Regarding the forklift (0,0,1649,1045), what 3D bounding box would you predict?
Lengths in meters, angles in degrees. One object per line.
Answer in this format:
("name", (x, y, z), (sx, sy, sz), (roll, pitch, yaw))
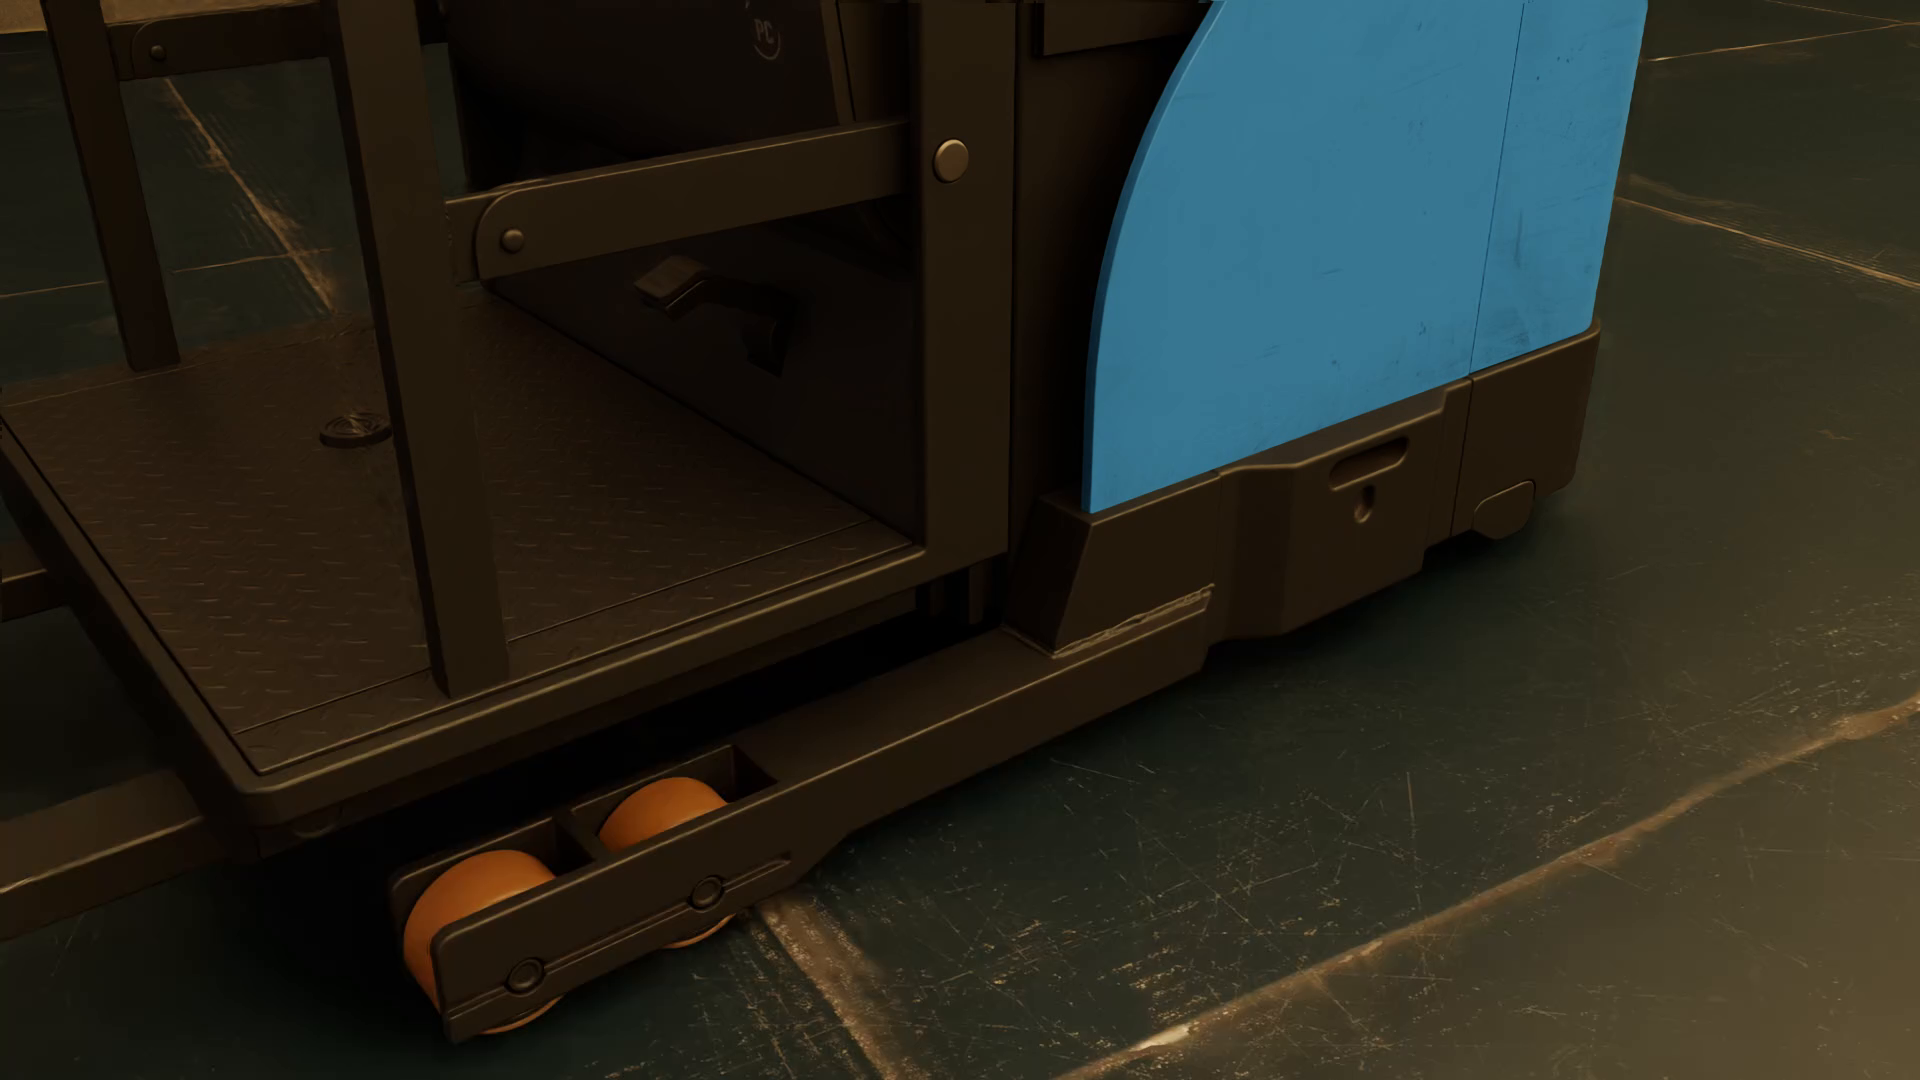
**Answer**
("forklift", (-0.527, -1.111, 1.451), (3.031, 2.935, 1.130), (-20, 33, -34))
